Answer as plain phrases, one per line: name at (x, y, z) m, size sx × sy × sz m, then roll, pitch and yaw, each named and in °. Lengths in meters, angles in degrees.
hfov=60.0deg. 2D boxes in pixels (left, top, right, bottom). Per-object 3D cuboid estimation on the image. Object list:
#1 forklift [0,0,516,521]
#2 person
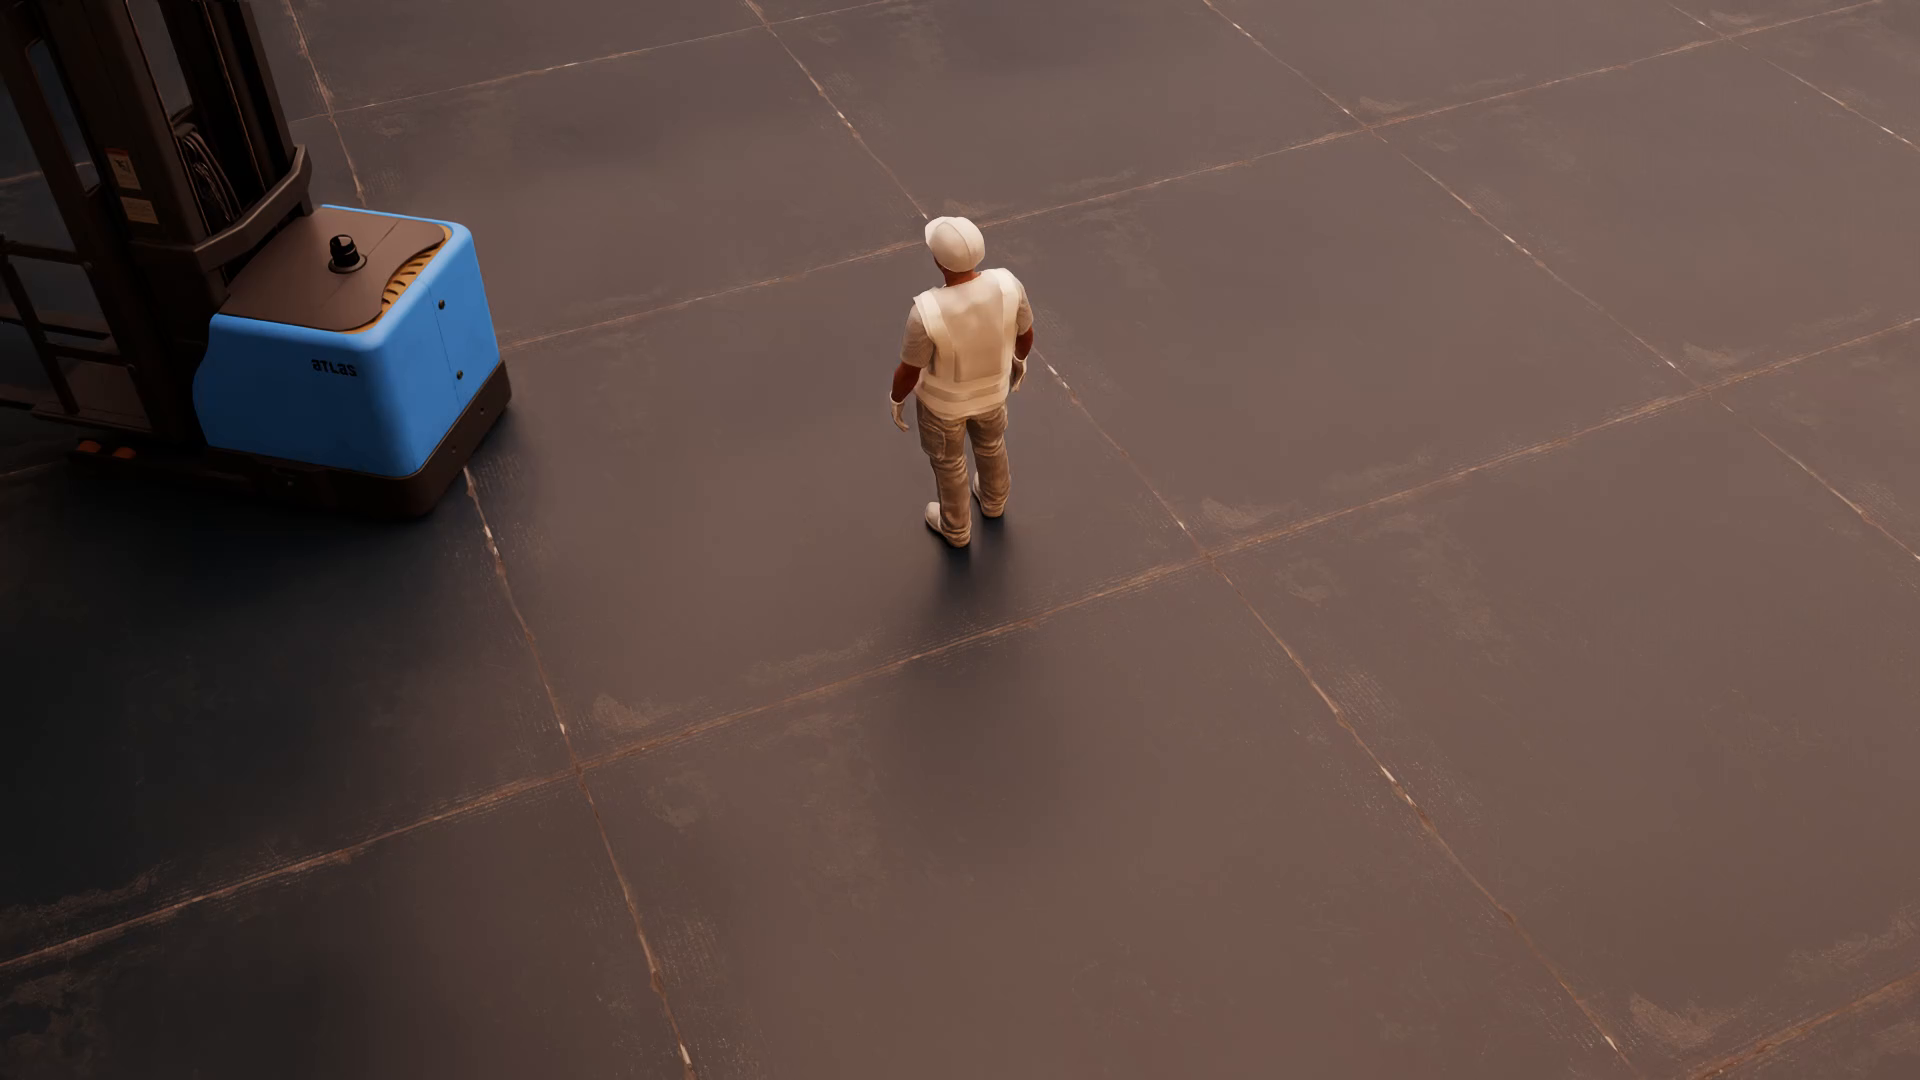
forklift at (-3.843, -1.699, 7.501) m, size 3.031 × 2.935 × 1.130 m, roll 10°, pitch 44°, yaw 10°
person at (-0.022, -0.704, 7.265) m, size 0.656 × 1.781 × 0.577 m, roll -18°, pitch 46°, yaw -18°
